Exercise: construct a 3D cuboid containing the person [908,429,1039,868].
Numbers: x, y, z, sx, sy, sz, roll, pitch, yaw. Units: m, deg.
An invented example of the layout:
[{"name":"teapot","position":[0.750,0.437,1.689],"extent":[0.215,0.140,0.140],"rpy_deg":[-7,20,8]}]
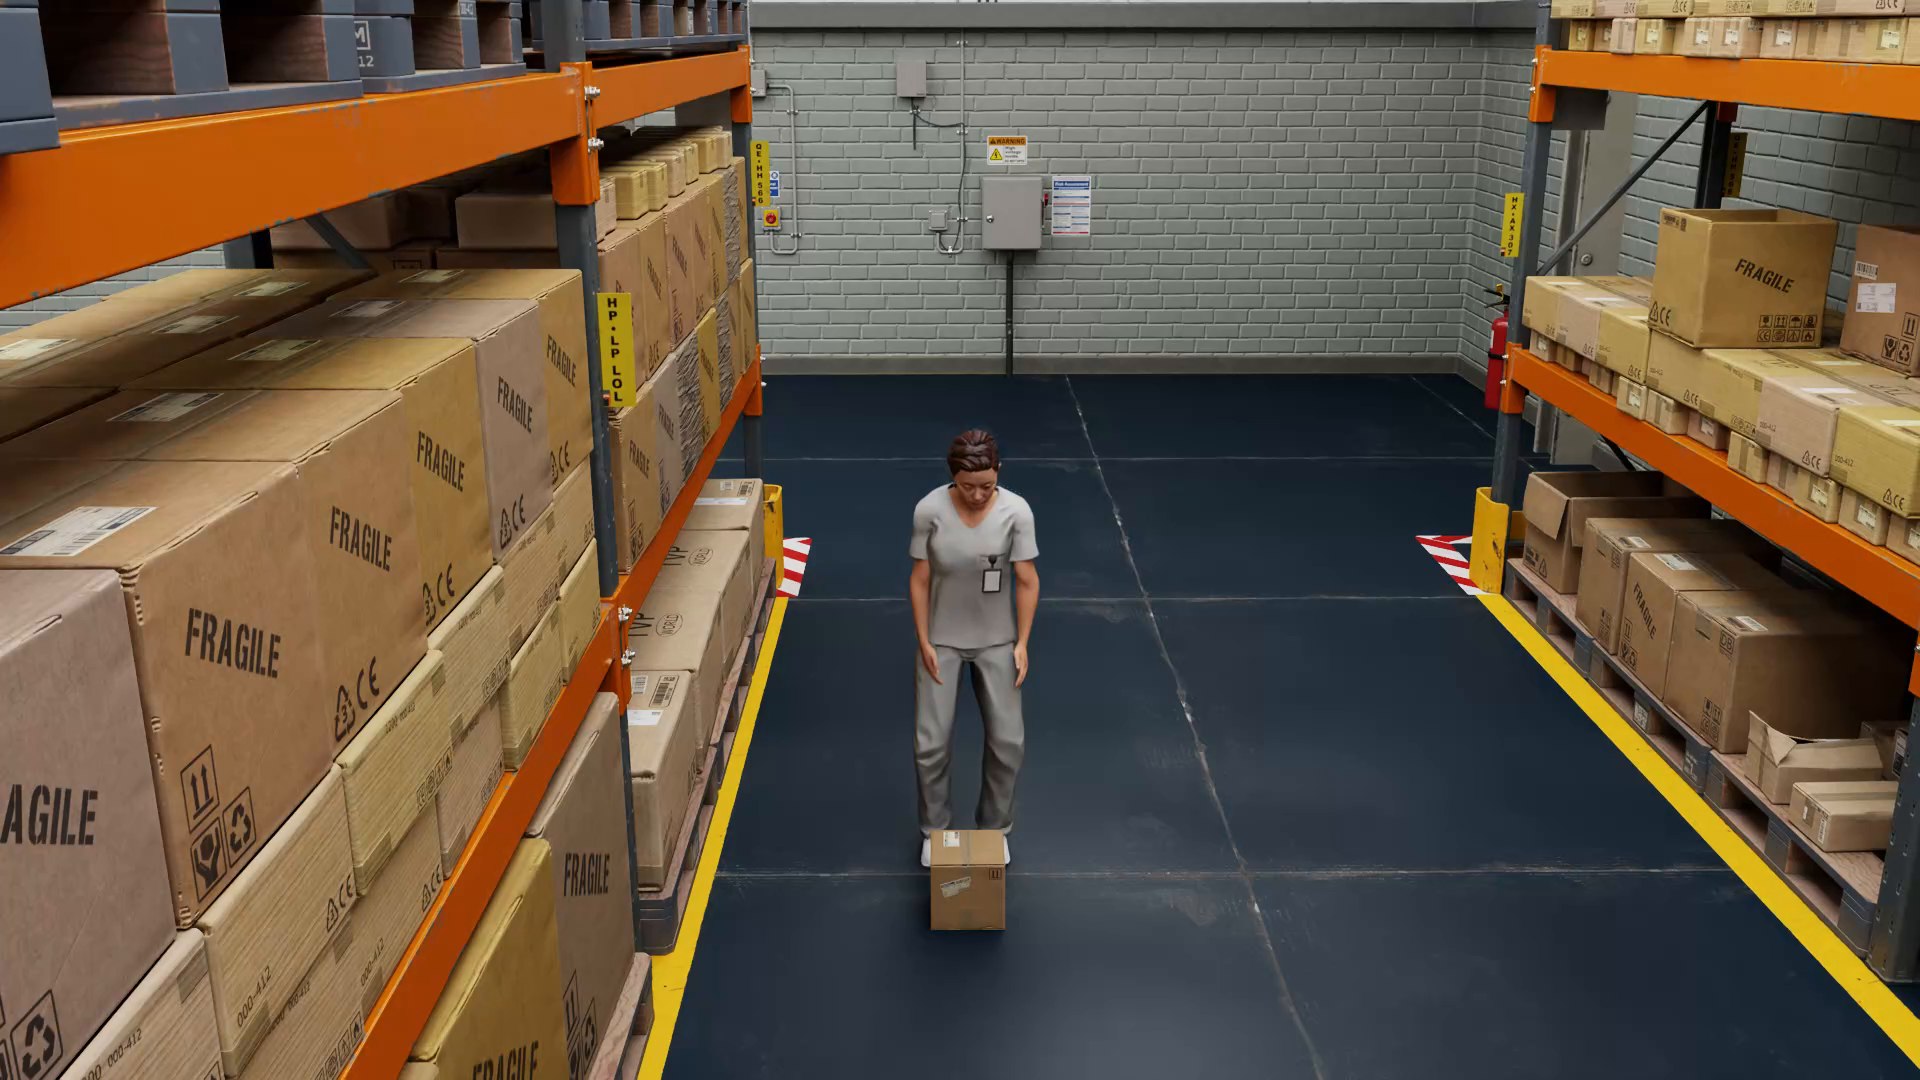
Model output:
[{"name":"person","position":[0.048,0.380,5.922],"extent":[0.461,1.629,0.387],"rpy_deg":[0,17,1]}]
